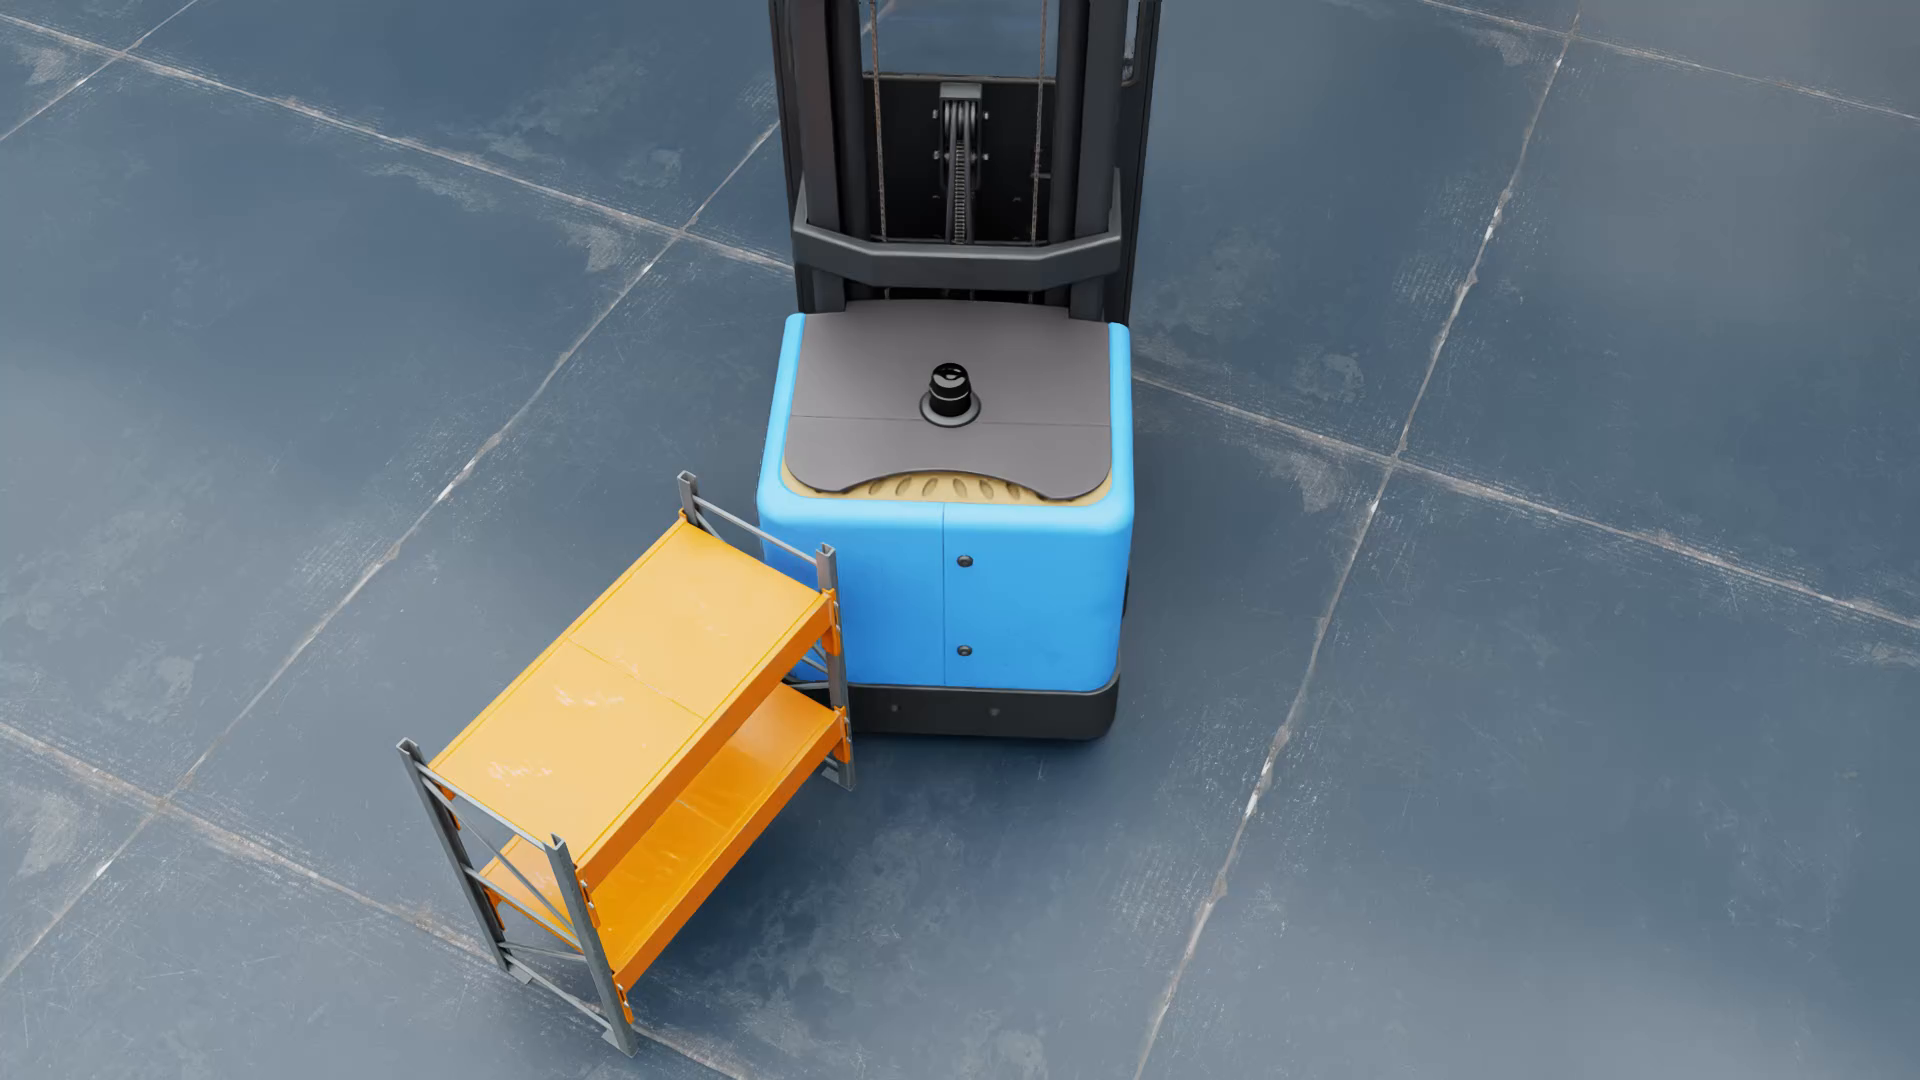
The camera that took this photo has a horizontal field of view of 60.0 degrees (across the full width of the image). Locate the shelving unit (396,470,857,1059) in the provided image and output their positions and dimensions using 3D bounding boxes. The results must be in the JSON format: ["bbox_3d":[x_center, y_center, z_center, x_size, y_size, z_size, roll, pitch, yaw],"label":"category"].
[{"bbox_3d":[-0.815,0.616,4.488,0.538,1.125,1.048,27,55,21],"label":"shelving unit"}]

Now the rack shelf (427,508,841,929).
[{"bbox_3d":[-0.815,0.426,4.265,0.538,0.278,1.000,27,55,21],"label":"rack shelf"}]

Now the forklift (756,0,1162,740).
[{"bbox_3d":[0.024,-1.453,5.062,1.130,2.935,3.031,2,50,2],"label":"forklift"}]

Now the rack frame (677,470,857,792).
[{"bbox_3d":[-0.535,0.293,4.763,0.500,1.125,0.032,27,55,21],"label":"rack frame"}]

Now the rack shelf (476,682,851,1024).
[{"bbox_3d":[-0.815,0.774,4.674,0.538,0.278,1.000,27,55,21],"label":"rack shelf"}]

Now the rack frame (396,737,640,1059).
[{"bbox_3d":[-1.096,0.939,4.213,0.500,1.125,0.032,27,55,21],"label":"rack frame"}]
